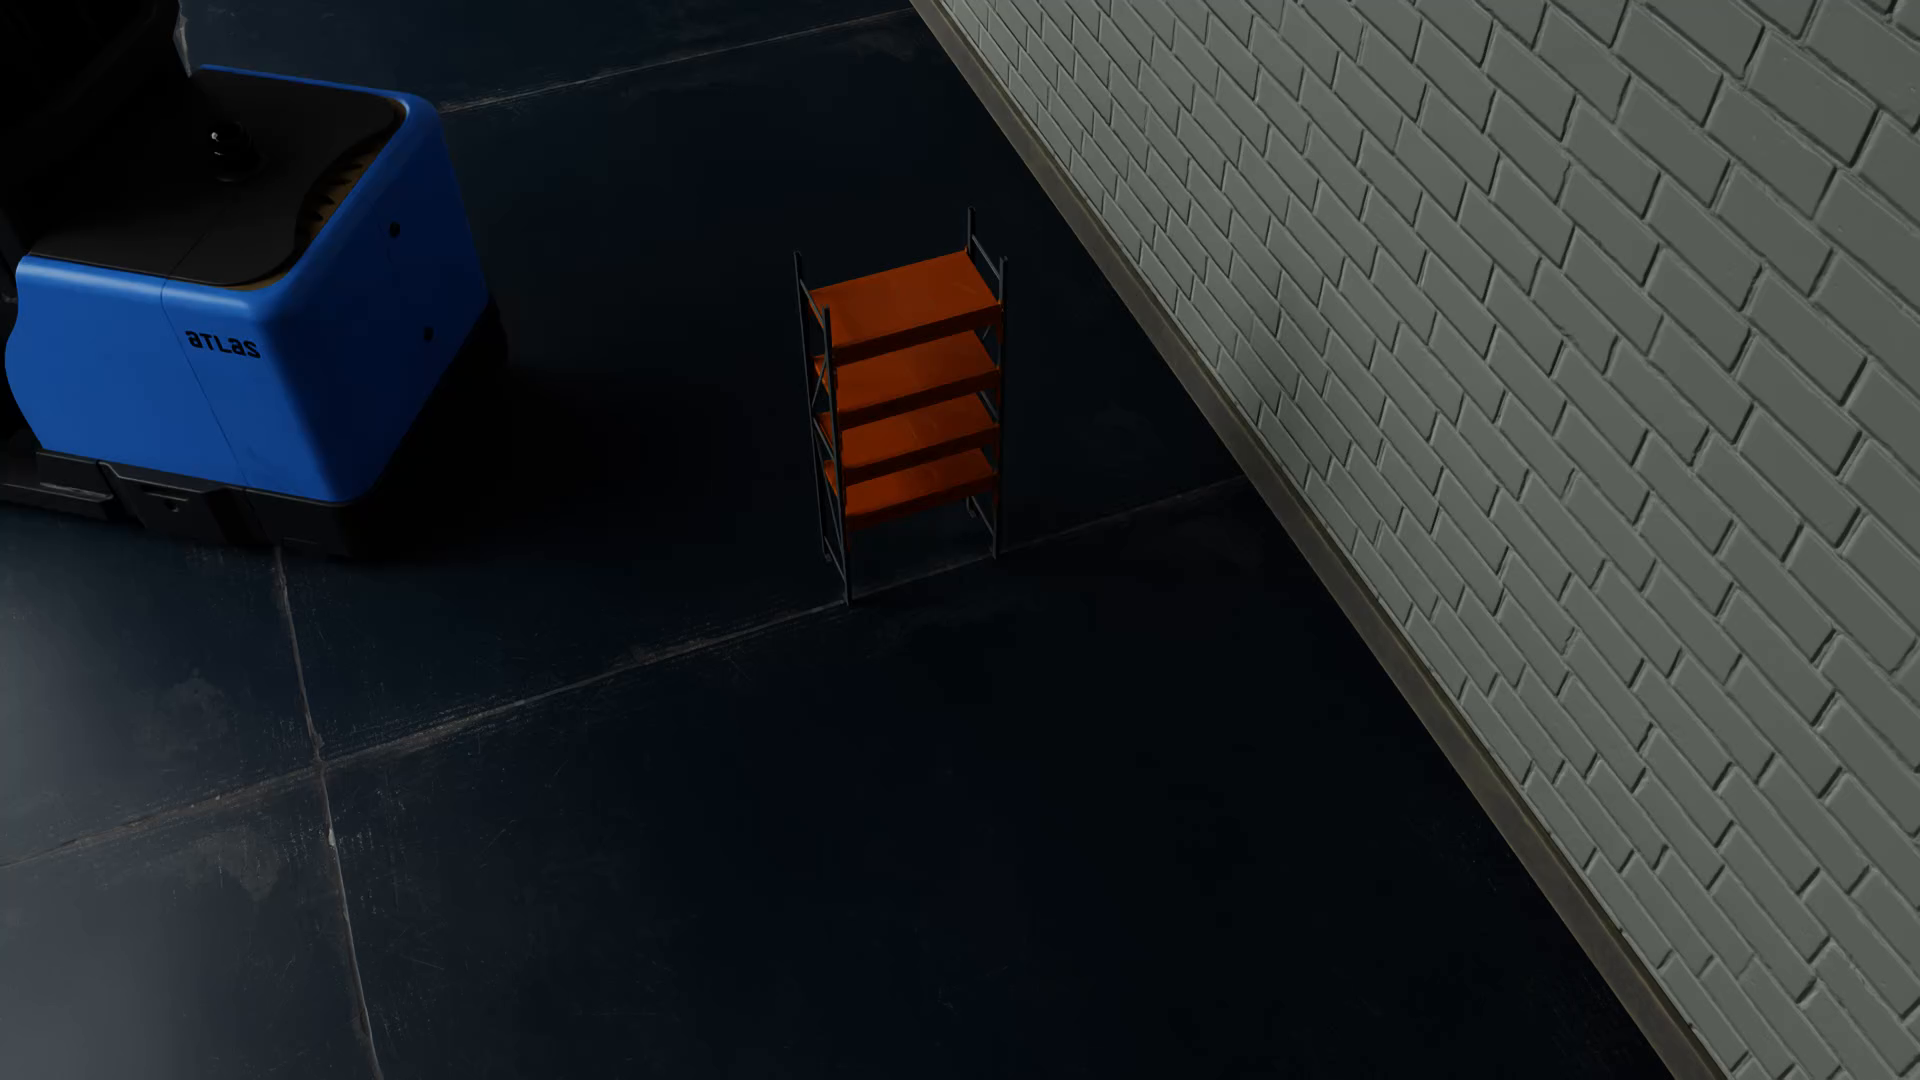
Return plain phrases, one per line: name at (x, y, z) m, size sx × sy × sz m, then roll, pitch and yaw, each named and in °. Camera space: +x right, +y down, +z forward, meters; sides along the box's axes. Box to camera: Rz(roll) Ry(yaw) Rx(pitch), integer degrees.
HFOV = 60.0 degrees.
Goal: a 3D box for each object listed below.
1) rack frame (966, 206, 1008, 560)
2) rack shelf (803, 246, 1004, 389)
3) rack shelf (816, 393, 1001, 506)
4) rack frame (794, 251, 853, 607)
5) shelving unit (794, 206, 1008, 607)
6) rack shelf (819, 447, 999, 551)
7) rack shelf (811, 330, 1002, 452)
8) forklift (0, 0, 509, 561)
rack frame at (0.073, -0.413, 4.814) m, size 0.015 × 1.200 × 0.240 m, roll -17°, pitch 52°, yaw -14°
rack shelf at (-0.153, -0.599, 4.456) m, size 0.480 × 0.148 × 0.258 m, roll -17°, pitch 52°, yaw -14°
rack shelf at (-0.153, -0.300, 4.805) m, size 0.480 × 0.148 × 0.258 m, roll -17°, pitch 52°, yaw -14°
rack frame at (-0.379, -0.273, 4.694) m, size 0.015 × 1.200 × 0.240 m, roll -17°, pitch 52°, yaw -14°
shelving unit at (-0.153, -0.343, 4.754) m, size 0.503 × 1.200 × 0.258 m, roll -17°, pitch 52°, yaw -14°
rack shelf at (-0.153, -0.170, 4.956) m, size 0.480 × 0.148 × 0.258 m, roll -17°, pitch 52°, yaw -14°
rack shelf at (-0.153, -0.445, 4.635) m, size 0.480 × 0.148 × 0.258 m, roll -17°, pitch 52°, yaw -14°
forklift at (-3.123, -1.486, 4.594) m, size 3.031 × 2.935 × 1.130 m, roll 10°, pitch 50°, yaw 9°
